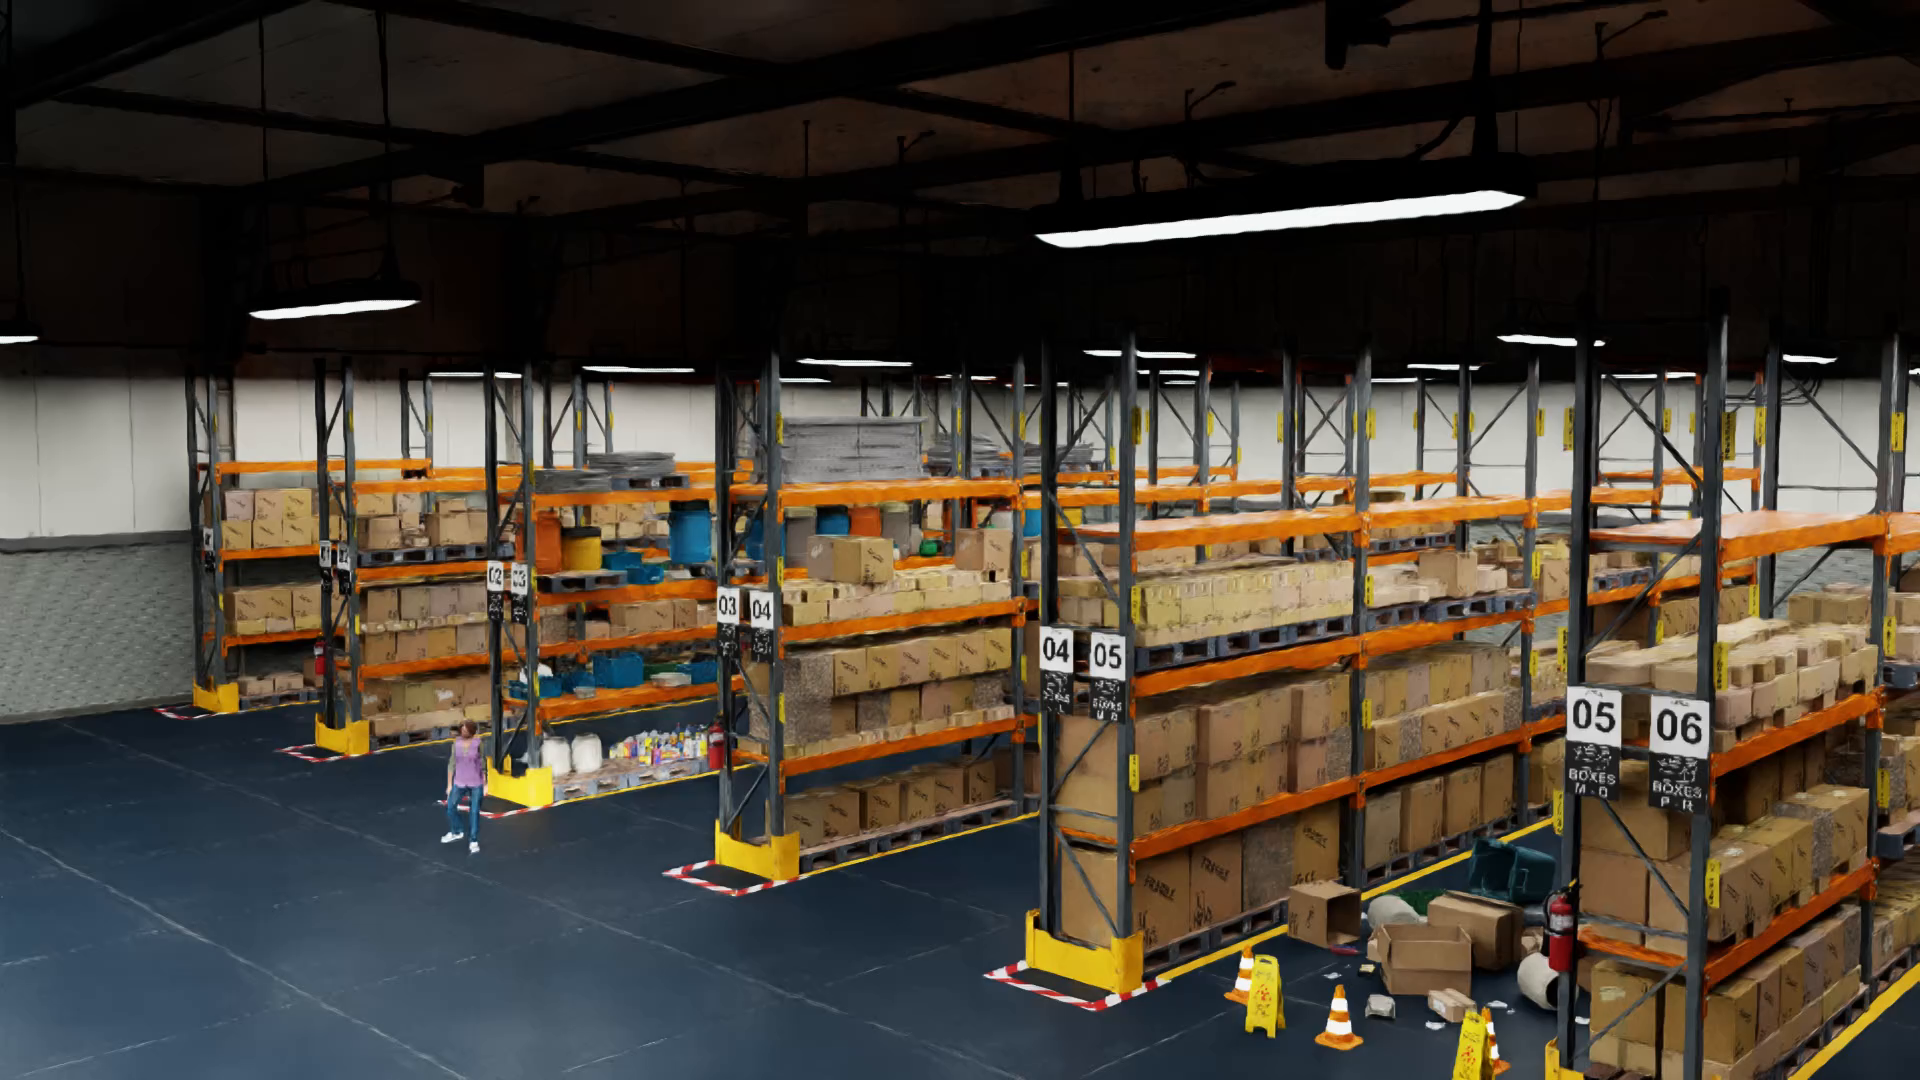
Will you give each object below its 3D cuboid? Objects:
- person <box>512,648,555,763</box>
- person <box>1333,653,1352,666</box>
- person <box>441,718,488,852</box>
[{"bbox_3d":[-6.309,2.416,24.660,0.571,1.707,1.035,3,5,35],"label":"person"},{"bbox_3d":[5.776,2.405,24.897,1.126,1.675,0.542,-4,6,-44],"label":"person"},{"bbox_3d":[-5.880,2.871,19.623,0.593,1.589,0.470,0,4,-2],"label":"person"}]
